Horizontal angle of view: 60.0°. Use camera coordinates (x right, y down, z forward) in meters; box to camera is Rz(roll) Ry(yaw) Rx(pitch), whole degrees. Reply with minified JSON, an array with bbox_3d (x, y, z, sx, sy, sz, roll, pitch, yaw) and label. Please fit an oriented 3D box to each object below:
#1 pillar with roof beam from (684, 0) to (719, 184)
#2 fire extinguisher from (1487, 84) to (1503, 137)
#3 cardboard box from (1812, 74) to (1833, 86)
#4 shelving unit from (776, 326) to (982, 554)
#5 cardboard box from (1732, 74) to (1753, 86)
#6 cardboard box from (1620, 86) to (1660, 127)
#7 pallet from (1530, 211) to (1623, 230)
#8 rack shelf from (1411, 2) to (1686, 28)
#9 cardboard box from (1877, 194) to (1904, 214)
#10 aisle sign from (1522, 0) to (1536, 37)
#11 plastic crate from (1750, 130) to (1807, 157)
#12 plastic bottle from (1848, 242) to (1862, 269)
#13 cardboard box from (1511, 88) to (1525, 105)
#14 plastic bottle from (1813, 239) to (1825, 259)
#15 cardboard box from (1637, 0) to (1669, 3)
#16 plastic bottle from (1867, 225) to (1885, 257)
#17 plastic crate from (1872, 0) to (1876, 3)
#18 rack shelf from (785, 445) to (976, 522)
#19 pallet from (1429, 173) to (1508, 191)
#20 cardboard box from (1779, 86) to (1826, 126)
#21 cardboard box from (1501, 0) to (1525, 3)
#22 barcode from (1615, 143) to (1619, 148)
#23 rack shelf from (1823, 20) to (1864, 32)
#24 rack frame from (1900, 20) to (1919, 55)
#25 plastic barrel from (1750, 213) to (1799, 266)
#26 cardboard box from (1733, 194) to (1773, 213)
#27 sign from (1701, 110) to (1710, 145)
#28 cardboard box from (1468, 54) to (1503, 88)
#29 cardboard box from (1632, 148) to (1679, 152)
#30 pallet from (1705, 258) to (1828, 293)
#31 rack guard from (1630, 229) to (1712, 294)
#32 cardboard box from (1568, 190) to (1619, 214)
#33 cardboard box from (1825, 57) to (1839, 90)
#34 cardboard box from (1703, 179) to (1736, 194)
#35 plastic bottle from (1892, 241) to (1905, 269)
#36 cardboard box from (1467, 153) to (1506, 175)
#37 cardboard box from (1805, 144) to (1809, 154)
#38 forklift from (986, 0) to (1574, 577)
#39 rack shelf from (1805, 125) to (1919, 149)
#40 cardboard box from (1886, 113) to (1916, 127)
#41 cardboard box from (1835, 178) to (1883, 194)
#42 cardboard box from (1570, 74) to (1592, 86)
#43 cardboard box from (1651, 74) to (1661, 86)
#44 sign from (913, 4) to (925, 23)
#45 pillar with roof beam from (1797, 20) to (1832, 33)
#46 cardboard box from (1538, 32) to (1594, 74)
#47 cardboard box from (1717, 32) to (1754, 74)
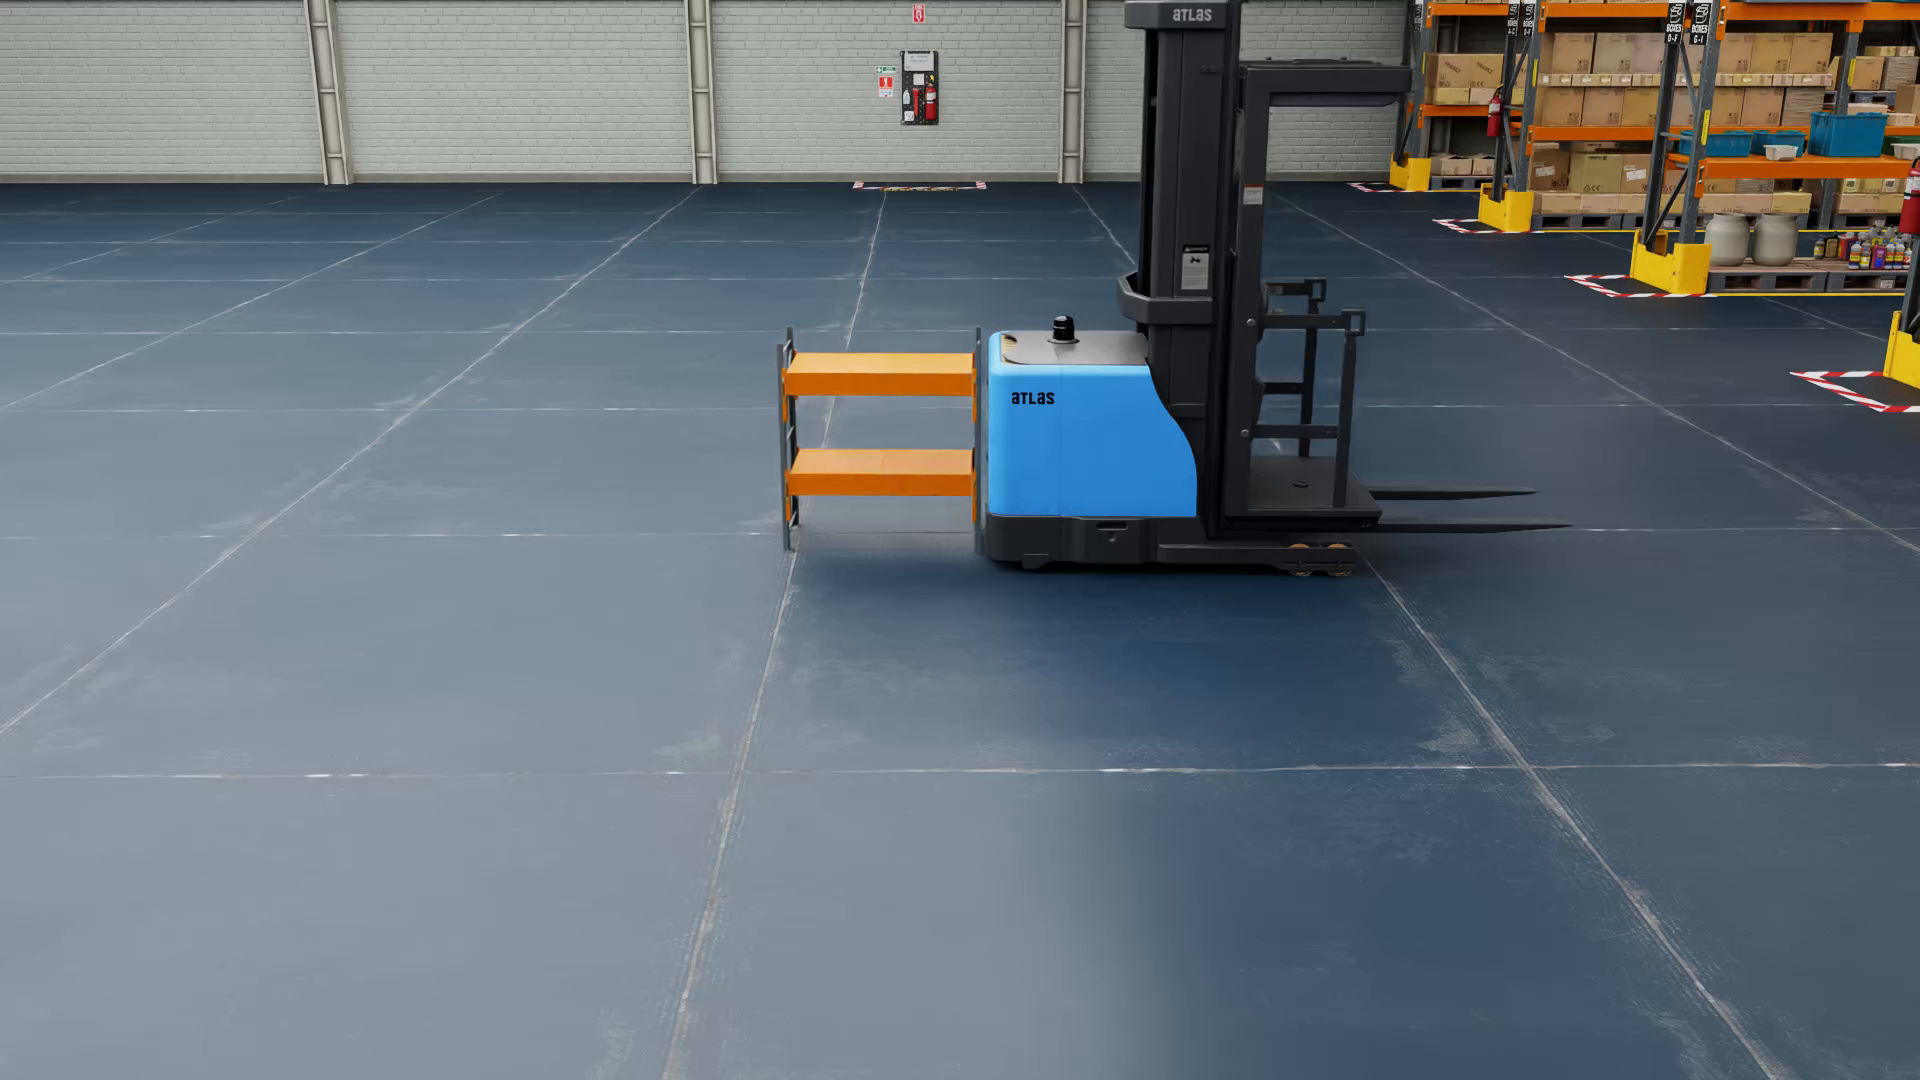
[{"bbox_3d":[-4.112,-8.850,21.905,0.400,9.000,9.100,0,18,-1],"label":"pillar with roof beam"},{"bbox_3d":[7.089,-5.690,22.003,0.183,0.674,0.296,0,18,-1],"label":"fire extinguisher"},{"bbox_3d":[10.946,-5.895,21.288,0.250,0.149,0.380,0,18,-1],"label":"cardboard box"},{"bbox_3d":[-0.411,-0.542,8.896,1.048,1.125,0.538,0,18,1],"label":"shelving unit"},{"bbox_3d":[9.928,-5.891,21.274,0.250,0.149,0.380,0,18,-1],"label":"cardboard box"},{"bbox_3d":[8.703,-5.637,21.544,0.500,0.500,0.700,0,18,0],"label":"cardboard box"},{"bbox_3d":[7.978,-4.275,22.028,1.213,0.211,1.003,0,18,-1],"label":"pallet"},{"bbox_3d":[9.132,-8.194,25.948,4.000,0.370,1.077,0,18,-1],"label":"rack shelf"},{"bbox_3d":[12.132,-4.424,21.743,0.500,0.250,0.500,0,18,1],"label":"cardboard box"},{"bbox_3d":[7.154,-6.730,20.861,0.004,0.787,0.394,0,18,-1],"label":"aisle sign"},{"bbox_3d":[8.434,-4.098,17.154,0.408,0.251,0.499,0,18,-1],"label":"plastic crate"},{"bbox_3d":[9.107,-2.897,16.914,0.097,0.271,0.097,0,18,0],"label":"plastic bottle"},{"bbox_3d":[8.654,-6.950,26.015,0.500,0.250,0.500,-1,18,-2],"label":"cardboard box"},{"bbox_3d":[9.118,-3.093,17.639,0.097,0.201,0.097,0,18,0],"label":"plastic bottle"},{"bbox_3d":[10.629,-8.526,25.607,0.500,0.500,0.500,0,18,1],"label":"cardboard box"},{"bbox_3d":[9.675,-3.160,17.603,0.185,0.351,0.144,0,18,1],"label":"plastic bottle"},{"bbox_3d":[9.191,-5.595,16.694,0.575,0.384,0.392,0,18,-1],"label":"plastic crate"},{"bbox_3d":[-0.411,-0.309,8.970,1.000,0.278,0.538,0,18,1],"label":"rack shelf"},{"bbox_3d":[8.021,-5.765,26.672,1.213,0.211,1.003,0,18,-1],"label":"pallet"},{"bbox_3d":[10.770,-5.649,21.582,0.500,0.500,0.700,-1,18,-2],"label":"cardboard box"},{"bbox_3d":[8.528,-8.505,25.543,0.500,0.500,0.500,1,18,2],"label":"cardboard box"},{"bbox_3d":[10.588,-6.361,26.813,0.075,0.075,0.001,0,18,-1],"label":"barcode"},{"bbox_3d":[13.214,-6.701,21.292,4.000,0.370,1.077,0,18,-1],"label":"rack shelf"},{"bbox_3d":[15.132,-7.138,26.387,0.127,3.000,1.000,0,18,-1],"label":"rack frame"},{"bbox_3d":[8.447,-3.117,17.240,0.421,0.512,0.421,0,18,0],"label":"plastic barrel"},{"bbox_3d":[10.254,-4.428,21.753,0.500,0.250,0.500,0,18,-1],"label":"cardboard box"},{"bbox_3d":[7.293,-4.037,16.268,0.005,0.325,0.100,0,18,-1],"label":"sign"},{"bbox_3d":[8.109,-7.304,25.891,0.500,0.500,0.500,0,18,-1],"label":"cardboard box"},{"bbox_3d":[9.246,-4.939,22.118,0.500,0.500,0.500,0,18,-1],"label":"cardboard box"},{"bbox_3d":[8.177,-2.762,17.313,1.213,0.211,1.003,0,18,-1],"label":"pallet"},{"bbox_3d":[7.364,-2.898,17.262,0.348,0.500,1.175,0,18,-1],"label":"rack guard"},{"bbox_3d":[8.254,-4.415,21.713,0.500,0.250,0.500,0,18,-1],"label":"cardboard box"},{"bbox_3d":[13.416,-7.376,26.248,0.500,0.500,0.700,0,18,-1],"label":"cardboard box"},{"bbox_3d":[9.754,-4.782,21.629,0.500,0.500,0.500,0,18,-1],"label":"cardboard box"},{"bbox_3d":[9.549,-2.899,16.921,0.097,0.271,0.097,0,18,0],"label":"plastic bottle"},{"bbox_3d":[8.396,-6.007,26.543,0.500,0.311,0.500,1,18,4],"label":"cardboard box"},{"bbox_3d":[13.399,-6.159,26.710,0.500,0.500,0.700,0,18,-1],"label":"cardboard box"},{"bbox_3d":[1.654,-1.372,8.525,3.031,2.935,1.130,0,18,1],"label":"forklift"},{"bbox_3d":[13.214,-5.272,21.750,4.000,0.370,1.077,0,18,-1],"label":"rack shelf"},{"bbox_3d":[12.103,-5.428,21.468,0.250,0.149,0.380,0,18,-1],"label":"cardboard box"},{"bbox_3d":[11.631,-4.689,21.650,0.500,0.311,0.500,0,18,-1],"label":"cardboard box"},{"bbox_3d":[7.874,-5.881,21.243,0.250,0.149,0.380,-1,18,-2],"label":"cardboard box"},{"bbox_3d":[8.898,-5.885,21.258,0.250,0.149,0.380,-1,18,-2],"label":"cardboard box"},{"bbox_3d":[-0.662,-8.472,26.750,0.199,0.298,0.001,0,18,-1],"label":"sign"},{"bbox_3d":[13.886,-8.937,22.176,0.400,9.000,9.100,0,18,-1],"label":"pillar with roof beam"},{"bbox_3d":[7.734,-6.250,21.333,0.500,0.500,0.700,0,18,-1],"label":"cardboard box"},{"bbox_3d":[9.764,-6.262,21.369,0.500,0.500,0.700,0,18,-1],"label":"cardboard box"}]
